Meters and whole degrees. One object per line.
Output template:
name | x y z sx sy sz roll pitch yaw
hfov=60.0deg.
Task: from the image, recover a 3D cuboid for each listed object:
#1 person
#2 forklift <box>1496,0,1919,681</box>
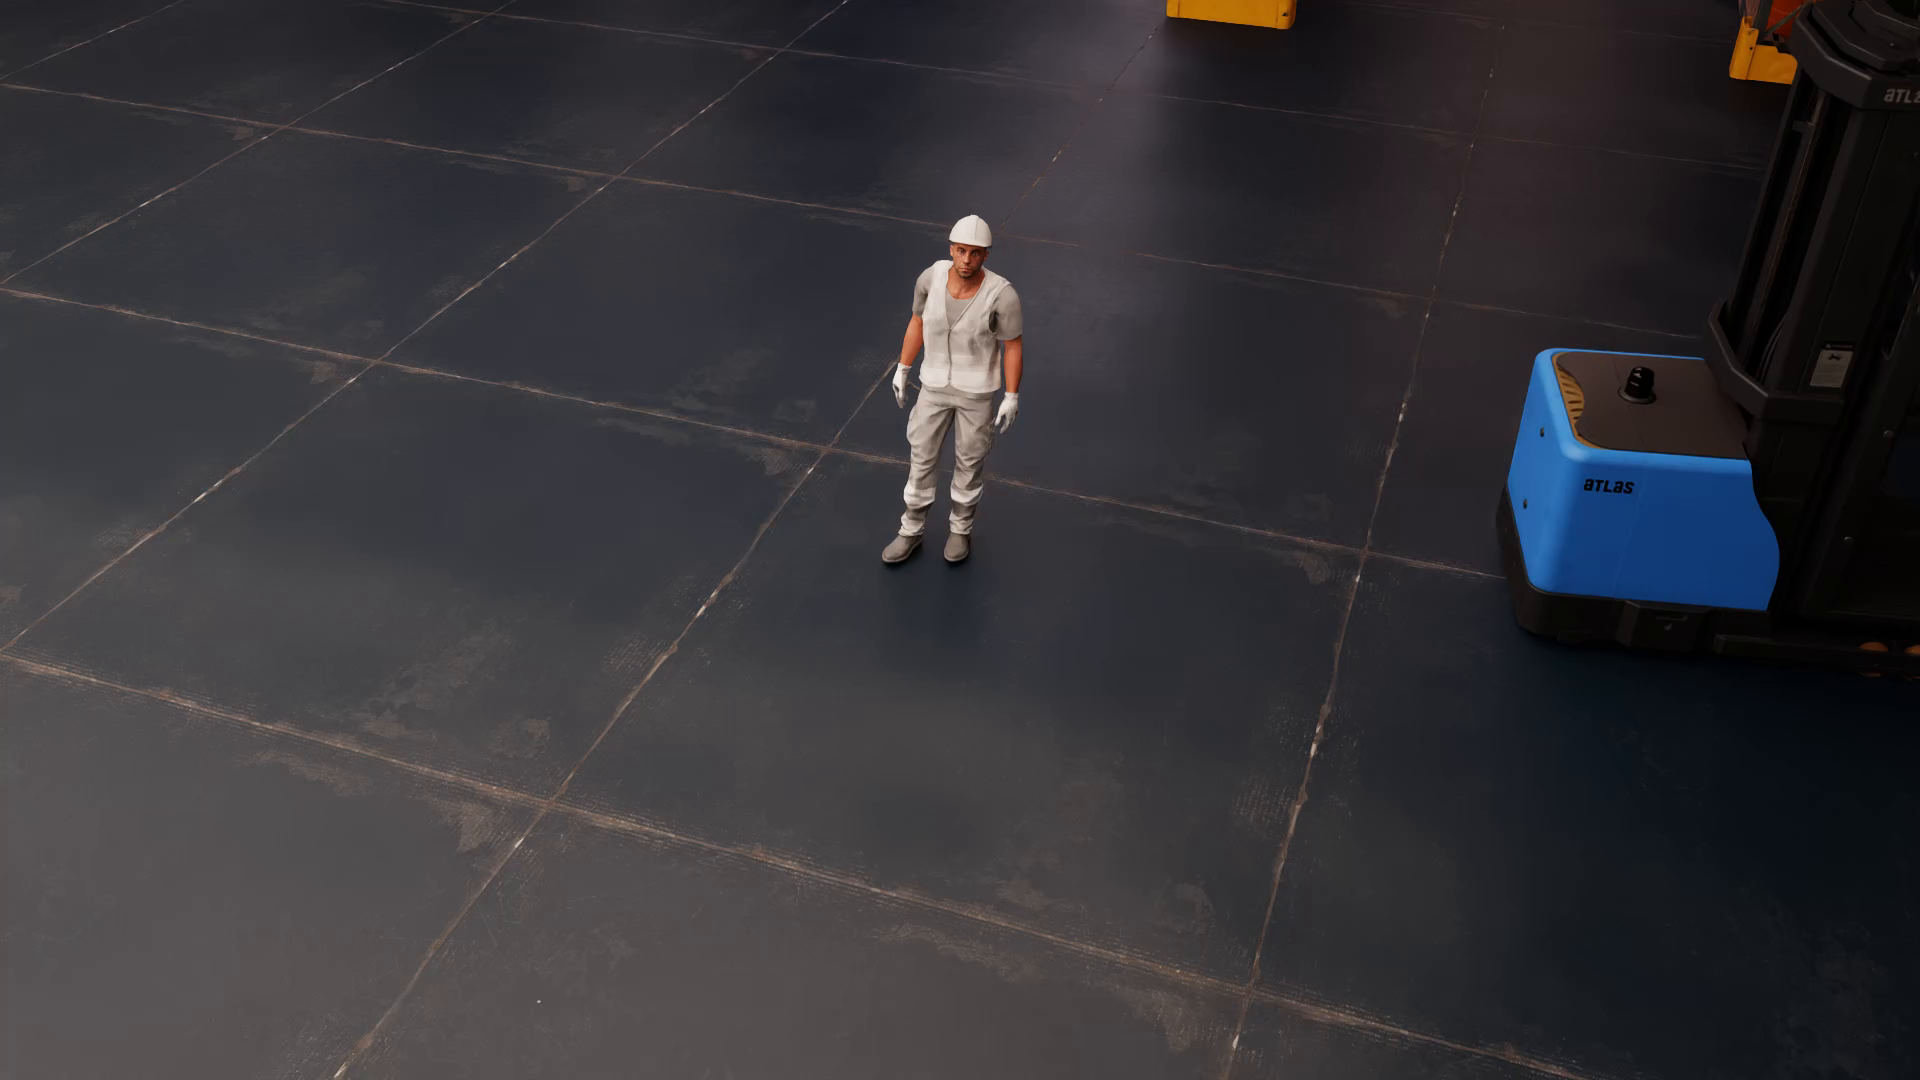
person | -0.038 -0.694 8.064 0.637 1.790 0.562 12 37 16
forklift | 4.230 -0.870 7.338 3.031 2.935 1.130 5 36 7
